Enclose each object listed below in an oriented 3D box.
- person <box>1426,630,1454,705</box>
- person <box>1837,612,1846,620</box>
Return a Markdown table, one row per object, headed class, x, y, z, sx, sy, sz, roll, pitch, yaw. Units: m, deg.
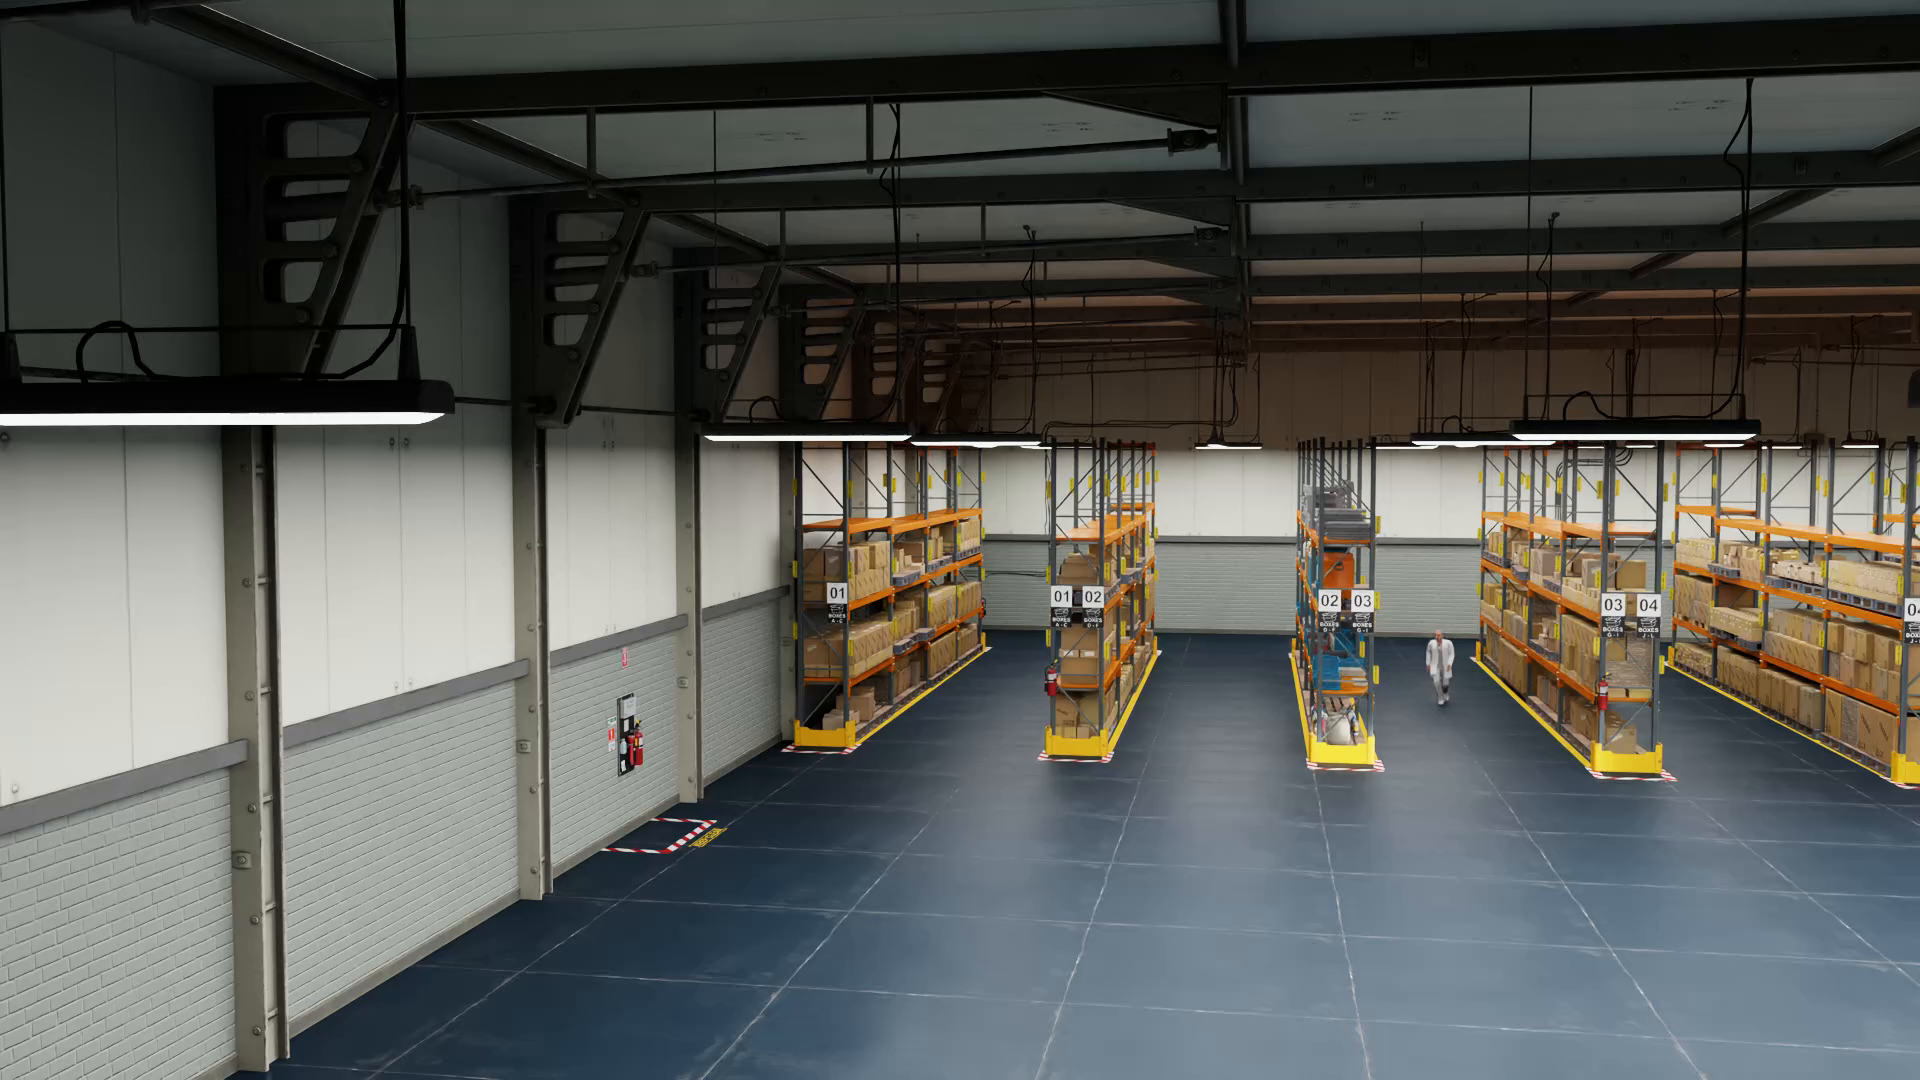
| class | x | y | z | sx | sy | sz | roll | pitch | yaw |
| --- | --- | --- | --- | --- | --- | --- | --- | --- | --- |
| person | 10.953 | 2.876 | 37.920 | 0.620 | 1.695 | 0.848 | 1 | 3 | 19 |
| person | 22.637 | 2.647 | 42.663 | 0.476 | 1.651 | 0.593 | 2 | 3 | 29 |
